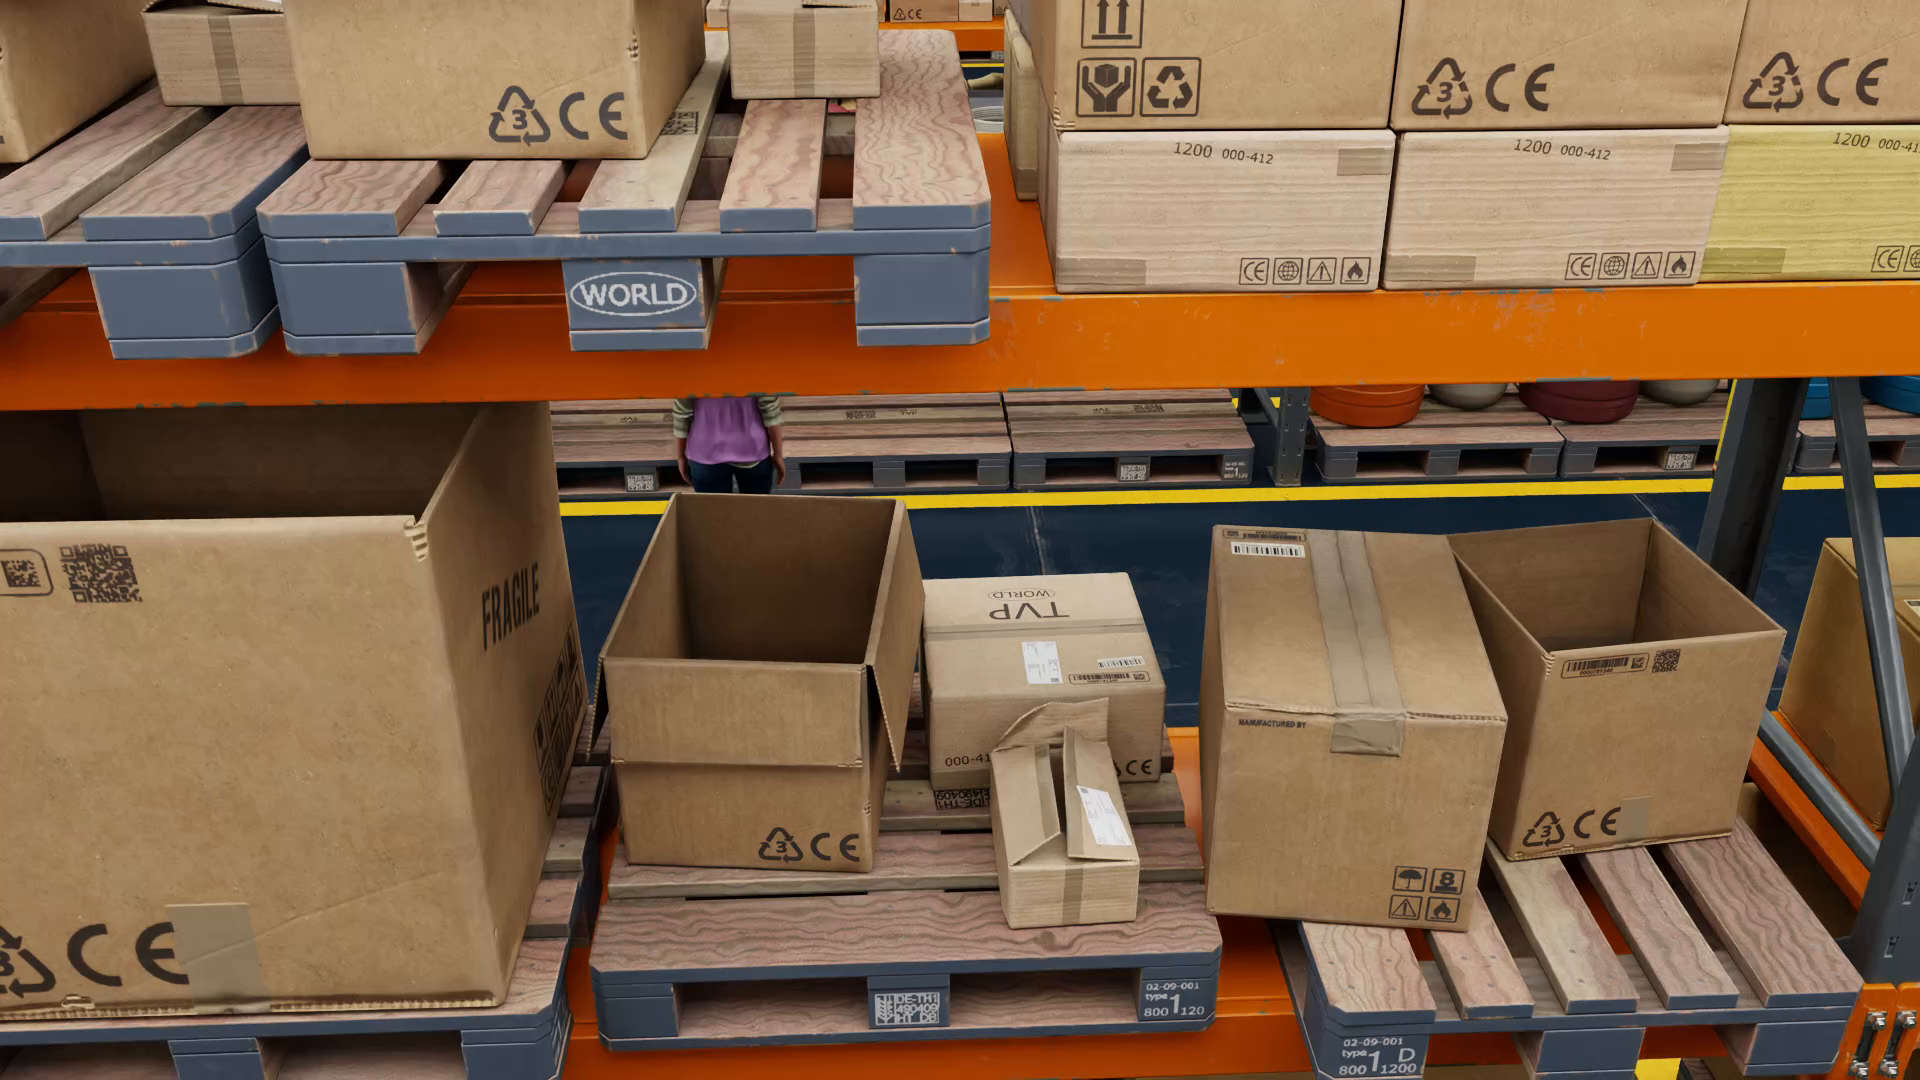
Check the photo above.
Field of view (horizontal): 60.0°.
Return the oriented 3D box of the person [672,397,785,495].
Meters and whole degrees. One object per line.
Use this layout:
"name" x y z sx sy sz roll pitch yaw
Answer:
"person" -0.961 -0.377 6.837 0.429 1.579 0.637 -8 29 -14
